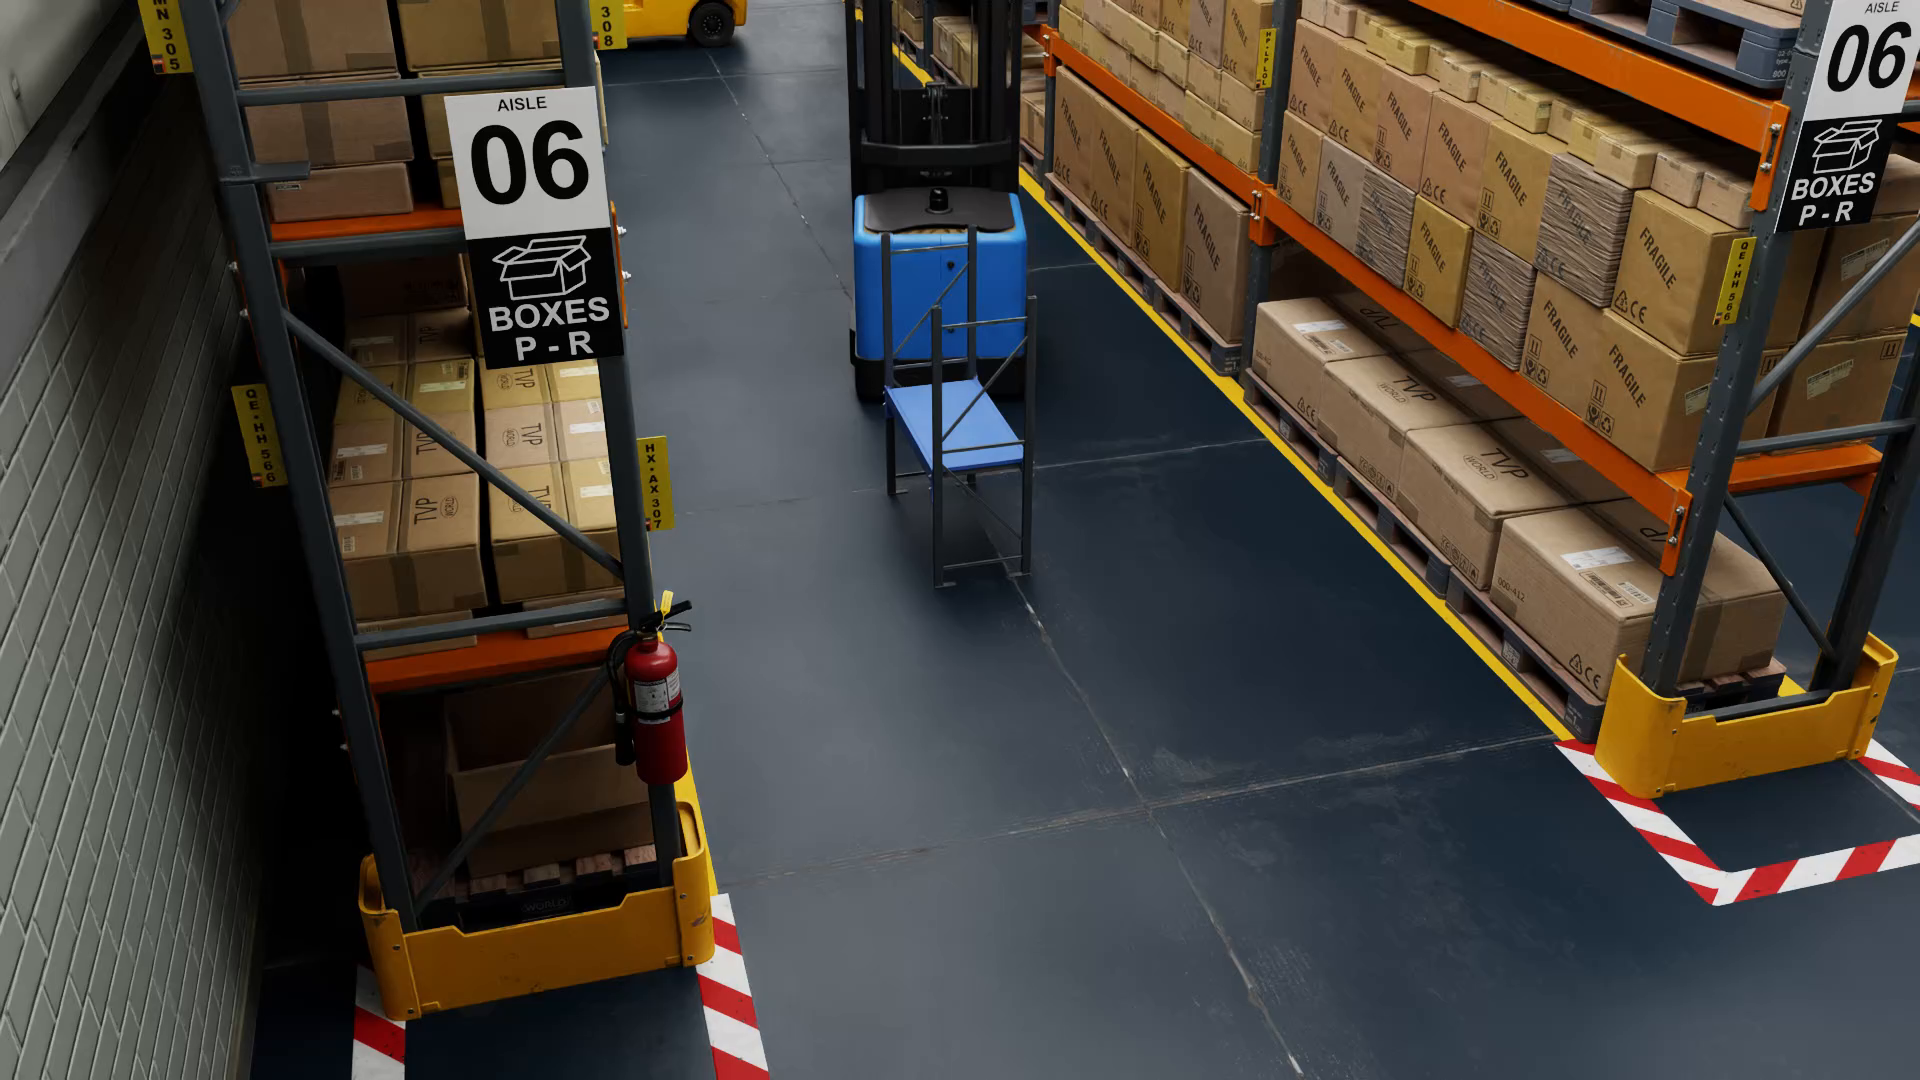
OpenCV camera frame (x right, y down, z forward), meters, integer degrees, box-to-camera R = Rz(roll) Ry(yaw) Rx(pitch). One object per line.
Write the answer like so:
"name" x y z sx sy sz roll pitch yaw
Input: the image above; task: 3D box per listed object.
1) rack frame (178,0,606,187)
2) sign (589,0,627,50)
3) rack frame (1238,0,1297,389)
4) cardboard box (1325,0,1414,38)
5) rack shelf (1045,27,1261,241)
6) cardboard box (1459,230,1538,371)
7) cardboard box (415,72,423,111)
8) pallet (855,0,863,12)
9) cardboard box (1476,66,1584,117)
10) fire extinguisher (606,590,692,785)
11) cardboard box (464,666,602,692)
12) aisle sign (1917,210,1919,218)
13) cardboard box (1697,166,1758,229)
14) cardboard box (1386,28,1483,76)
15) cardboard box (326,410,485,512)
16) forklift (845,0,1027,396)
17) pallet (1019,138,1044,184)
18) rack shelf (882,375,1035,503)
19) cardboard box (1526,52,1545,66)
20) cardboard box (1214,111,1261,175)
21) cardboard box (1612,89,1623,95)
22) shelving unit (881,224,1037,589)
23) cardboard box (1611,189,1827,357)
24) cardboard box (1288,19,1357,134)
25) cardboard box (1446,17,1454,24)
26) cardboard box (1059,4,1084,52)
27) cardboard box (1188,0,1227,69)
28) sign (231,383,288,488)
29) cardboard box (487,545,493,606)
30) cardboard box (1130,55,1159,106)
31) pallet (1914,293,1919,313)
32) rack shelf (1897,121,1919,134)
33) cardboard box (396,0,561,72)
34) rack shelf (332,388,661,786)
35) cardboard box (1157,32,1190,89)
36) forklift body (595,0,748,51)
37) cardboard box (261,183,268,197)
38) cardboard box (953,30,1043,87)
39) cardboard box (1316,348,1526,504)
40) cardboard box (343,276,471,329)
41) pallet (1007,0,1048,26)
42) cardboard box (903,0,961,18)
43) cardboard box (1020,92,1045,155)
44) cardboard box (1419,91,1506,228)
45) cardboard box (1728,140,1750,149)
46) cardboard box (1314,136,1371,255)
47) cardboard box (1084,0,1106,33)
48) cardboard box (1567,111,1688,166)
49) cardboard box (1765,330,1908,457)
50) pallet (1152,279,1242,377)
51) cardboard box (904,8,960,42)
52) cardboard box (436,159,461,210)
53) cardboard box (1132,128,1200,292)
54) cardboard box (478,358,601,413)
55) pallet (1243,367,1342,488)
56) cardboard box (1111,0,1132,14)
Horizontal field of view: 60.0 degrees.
"rack frame" -1.477 -2.323 3.780 1.000 3.000 0.127 -8 31 -13
"sign" -0.954 -1.475 4.437 0.100 0.325 0.005 -8 31 -13
"rack frame" 2.246 -2.320 9.764 1.000 3.000 0.127 -8 31 -13
"cardboard box" 2.163 -2.768 8.792 0.380 0.149 0.250 -7 31 -13
"rack shelf" 1.715 -2.974 11.613 1.077 0.370 4.000 -8 31 -13
"cardboard box" 2.660 -1.120 7.592 0.500 0.500 0.500 -7 31 -12
"cardboard box" -1.486 -1.582 5.347 0.500 0.250 0.500 -7 31 -12
"pallet" -0.737 -6.475 19.726 1.003 0.211 1.213 -8 31 -13
"cardboard box" 2.576 -2.030 7.517 0.380 0.149 0.250 -7 31 -12
"fire extinguisher" -0.992 0.478 5.379 0.296 0.674 0.183 -8 31 -13
"cardboard box" -1.737 0.448 7.058 0.700 0.500 0.500 -7 31 -11
"aisle sign" 3.606 -1.517 5.781 0.394 0.787 0.004 -8 31 -13
"cardboard box" 3.019 -1.291 6.241 0.380 0.149 0.250 -7 31 -13
"cardboard box" 2.321 -2.390 8.139 0.380 0.149 0.250 -9 31 -15
"cardboard box" -1.991 -0.226 5.999 0.500 0.250 0.500 -8 31 -13
"forklift" -0.173 -2.847 10.743 1.130 2.935 3.031 -1 30 -2
"pallet" 0.978 -3.422 14.452 1.003 0.211 1.213 -8 31 -13
"rack shelf" -0.023 -0.535 8.536 0.538 0.185 1.000 -8 31 -13
"cardboard box" 2.913 -2.344 8.060 0.380 0.149 0.250 -8 31 -14
"cardboard box" 1.884 -2.438 10.118 0.500 0.250 0.500 -9 31 -14
"cardboard box" 3.150 -1.981 7.434 0.380 0.149 0.250 -8 31 -13
"shelving unit" -0.023 -0.690 8.445 0.538 1.500 1.048 -8 31 -13
"cardboard box" 2.950 -1.065 6.498 0.500 0.500 0.500 -7 31 -12
"cardboard box" 2.139 -2.534 9.035 0.500 0.500 0.500 -8 31 -13
"cardboard box" 2.657 -2.707 8.686 0.380 0.149 0.250 -8 31 -13
"cardboard box" 1.072 -3.917 12.673 0.500 0.250 0.500 -8 31 -14
"cardboard box" 1.741 -3.227 10.233 0.500 0.500 0.500 -7 31 -12
"sign" -2.017 -0.300 4.802 0.100 0.325 0.005 -8 31 -13
"cardboard box" -1.832 0.127 5.786 0.380 0.149 0.250 -7 31 -12
"cardboard box" 1.493 -3.179 11.398 0.500 0.250 0.500 -8 31 -13
"pallet" 7.204 -1.500 11.131 1.003 0.211 1.213 -8 31 -13
"rack shelf" 6.461 -3.681 12.834 1.077 0.370 4.000 -8 31 -13
"cardboard box" -1.353 -1.552 4.797 0.500 0.250 0.500 -8 31 -14
"rack shelf" -2.008 -0.381 7.132 1.077 0.370 4.000 -8 31 -13
"cardboard box" 1.611 -3.142 10.834 0.500 0.250 0.500 -7 31 -12
"forklift body" -3.462 -6.413 17.683 2.313 2.155 1.214 -8 31 -13
"cardboard box" -1.914 -1.159 5.014 0.380 0.149 0.250 -7 31 -12
"cardboard box" 0.458 -4.628 15.956 0.950 0.372 0.625 -6 31 -10
"cardboard box" 2.547 -0.643 9.005 0.875 0.438 0.875 -9 31 -15
"cardboard box" -2.393 -0.956 7.260 0.500 0.250 0.500 -7 31 -12
"pallet" 0.892 -4.499 13.720 1.213 0.211 1.003 -8 31 -13
"cardboard box" -0.293 -5.750 17.267 0.500 0.500 0.500 -8 31 -14
"cardboard box" 1.044 -3.570 14.128 0.950 0.372 0.625 -10 32 -17
"cardboard box" 2.523 -1.796 7.761 0.500 0.500 0.500 -8 31 -14
"cardboard box" 3.384 -1.611 6.793 0.380 0.149 0.250 -7 31 -12
"cardboard box" 2.248 -1.858 8.866 0.500 0.500 0.500 -8 31 -13
"cardboard box" 1.217 -3.876 12.103 0.500 0.250 0.500 -7 31 -12
"cardboard box" 2.752 -1.651 6.863 0.380 0.149 0.250 -7 31 -12
"cardboard box" 3.457 -0.701 6.867 0.500 0.500 0.500 -8 31 -14
"pallet" 1.969 -1.476 11.089 1.003 0.211 1.213 -8 31 -13
"cardboard box" -0.293 -5.425 17.454 0.500 0.250 0.500 -6 31 -11
"cardboard box" -1.337 -1.100 4.913 0.380 0.149 0.250 -7 31 -12
"cardboard box" 1.757 -2.306 11.442 0.875 0.875 0.875 -7 31 -12
"cardboard box" -1.609 -0.533 6.529 0.500 0.250 0.500 -8 31 -14
"pallet" 2.372 -0.735 9.810 1.003 0.211 1.213 -8 31 -13
"cardboard box" 1.343 -3.967 11.511 0.500 0.500 0.500 -7 31 -12
